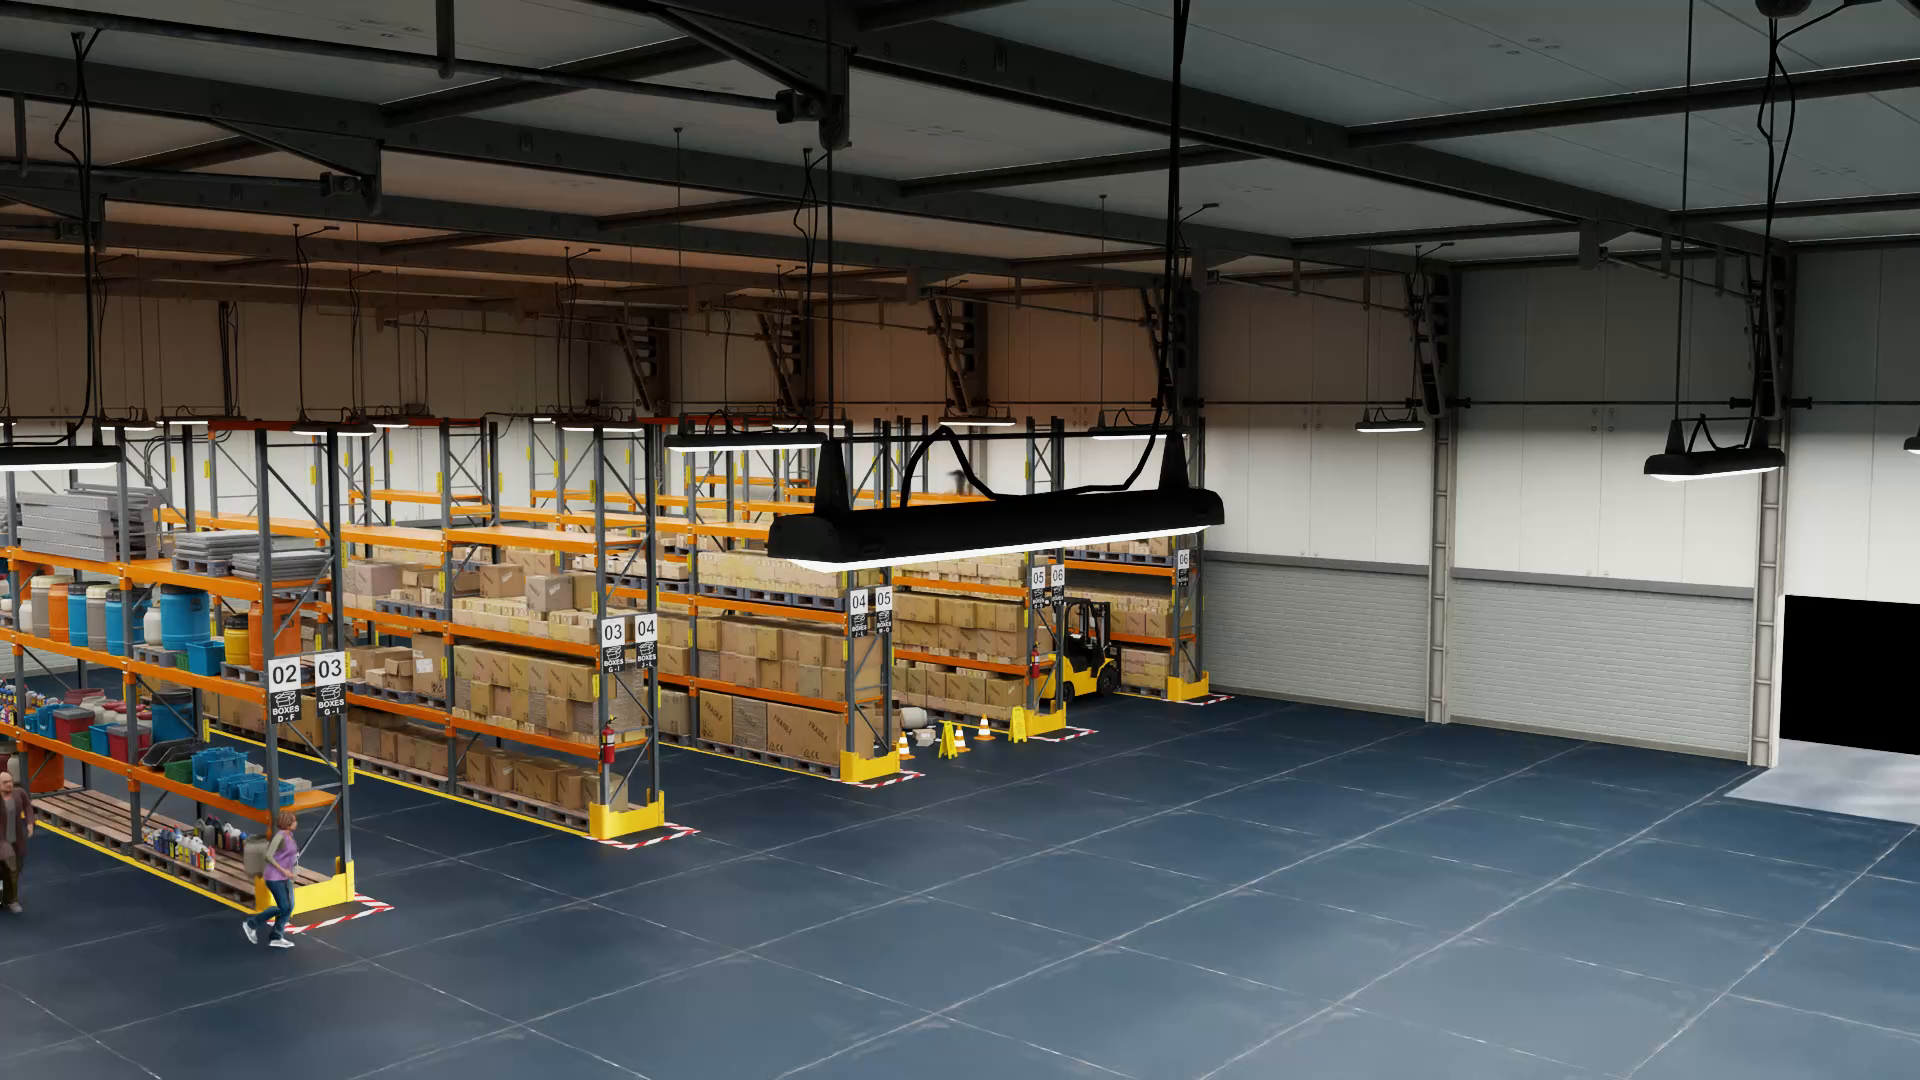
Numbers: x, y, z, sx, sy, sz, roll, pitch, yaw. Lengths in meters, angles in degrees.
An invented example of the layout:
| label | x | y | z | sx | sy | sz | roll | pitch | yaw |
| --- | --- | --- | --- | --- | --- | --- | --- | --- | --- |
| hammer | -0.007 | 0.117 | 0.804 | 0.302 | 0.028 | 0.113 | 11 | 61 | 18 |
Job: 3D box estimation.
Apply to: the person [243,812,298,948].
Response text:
| label | x | y | z | sx | sy | sz | roll | pitch | yaw |
| --- | --- | --- | --- | --- | --- | --- | --- | --- | --- |
| person | -8.018 | 3.954 | 19.424 | 0.589 | 1.556 | 0.565 | 0 | 5 | 0 |

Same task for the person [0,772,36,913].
| label | x | y | z | sx | sy | sz | roll | pitch | yaw |
| --- | --- | --- | --- | --- | --- | --- | --- | --- | --- |
| person | -11.996 | 3.748 | 20.792 | 0.801 | 1.764 | 0.740 | 3 | 6 | 34 |
